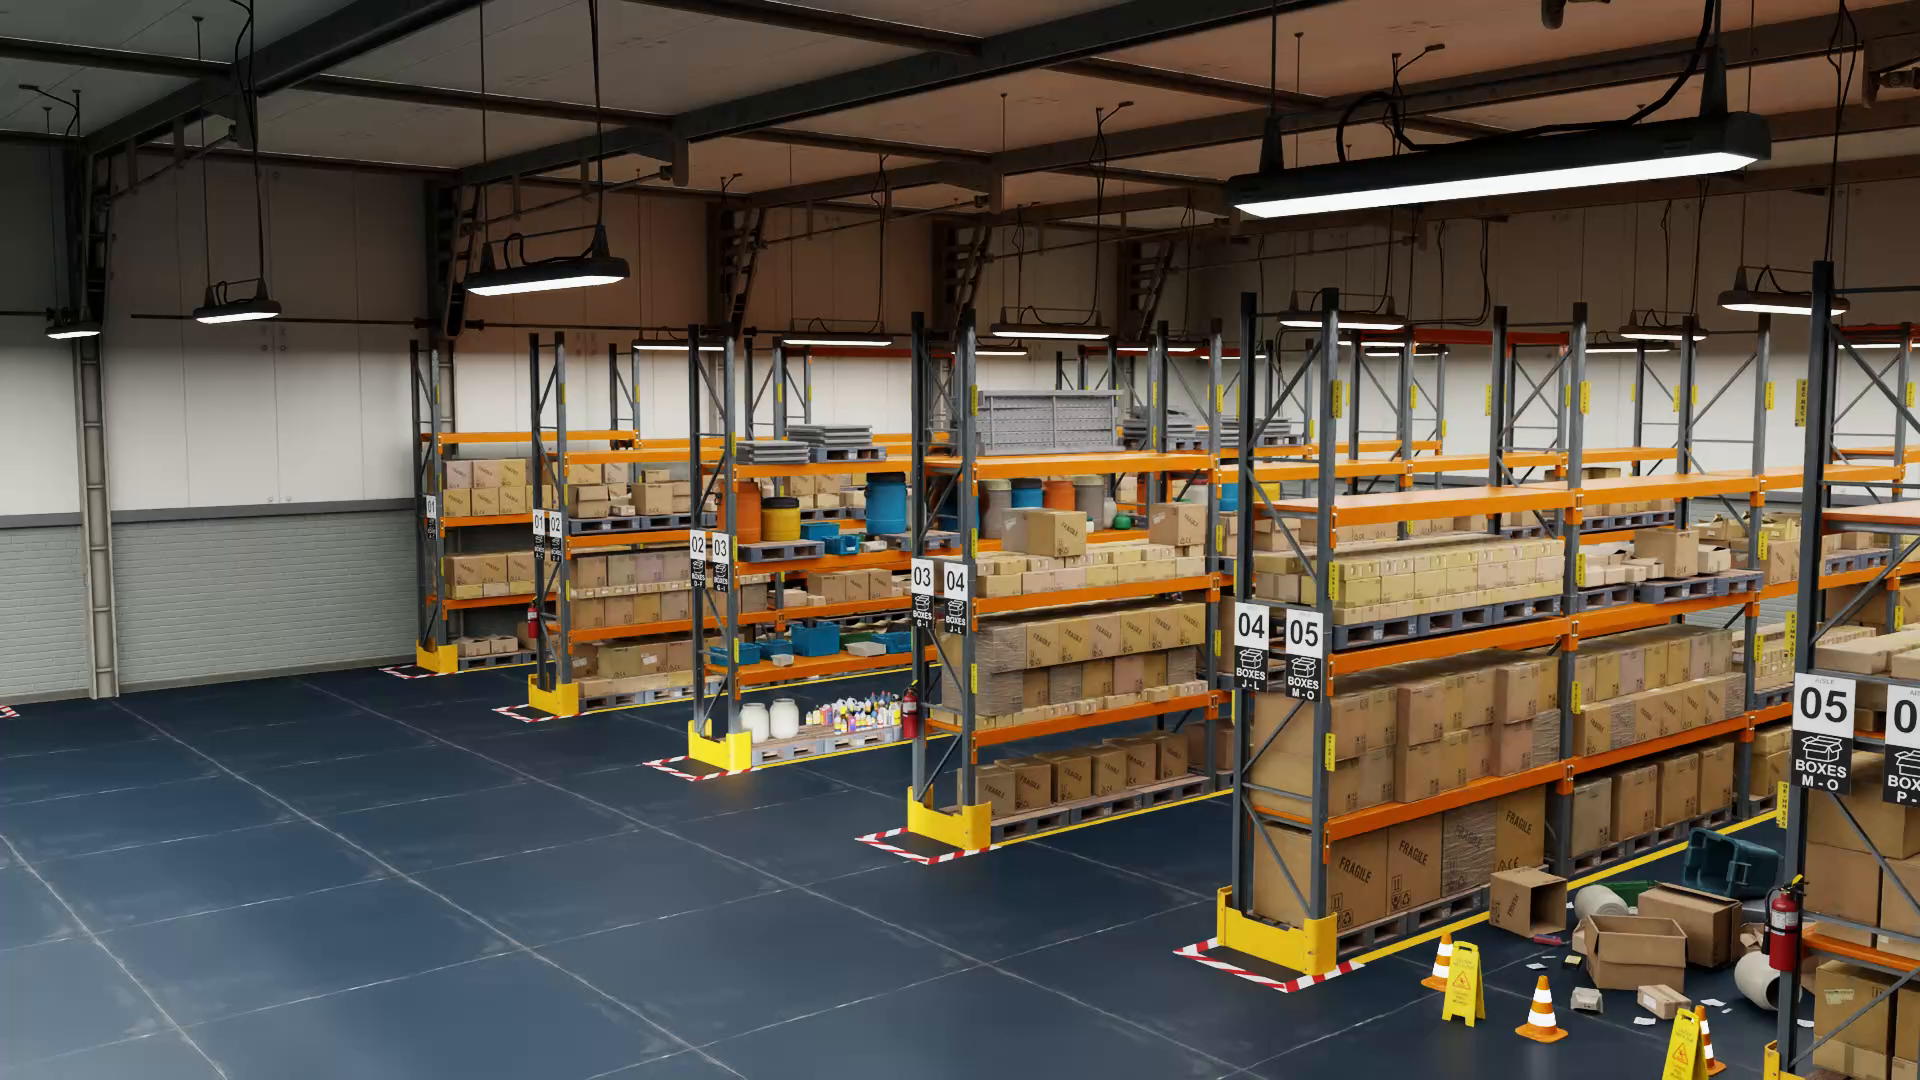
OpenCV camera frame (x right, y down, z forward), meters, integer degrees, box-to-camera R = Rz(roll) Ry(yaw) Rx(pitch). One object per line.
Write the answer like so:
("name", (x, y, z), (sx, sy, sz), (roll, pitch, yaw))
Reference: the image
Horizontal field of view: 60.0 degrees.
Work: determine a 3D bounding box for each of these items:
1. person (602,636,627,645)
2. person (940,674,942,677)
("person", (-6.258, 1.543, 29.989), (0.607, 1.721, 0.411), (-1, 5, -15))
("person", (-0.019, 1.552, 29.397), (1.012, 1.723, 0.538), (-4, 7, -36))
